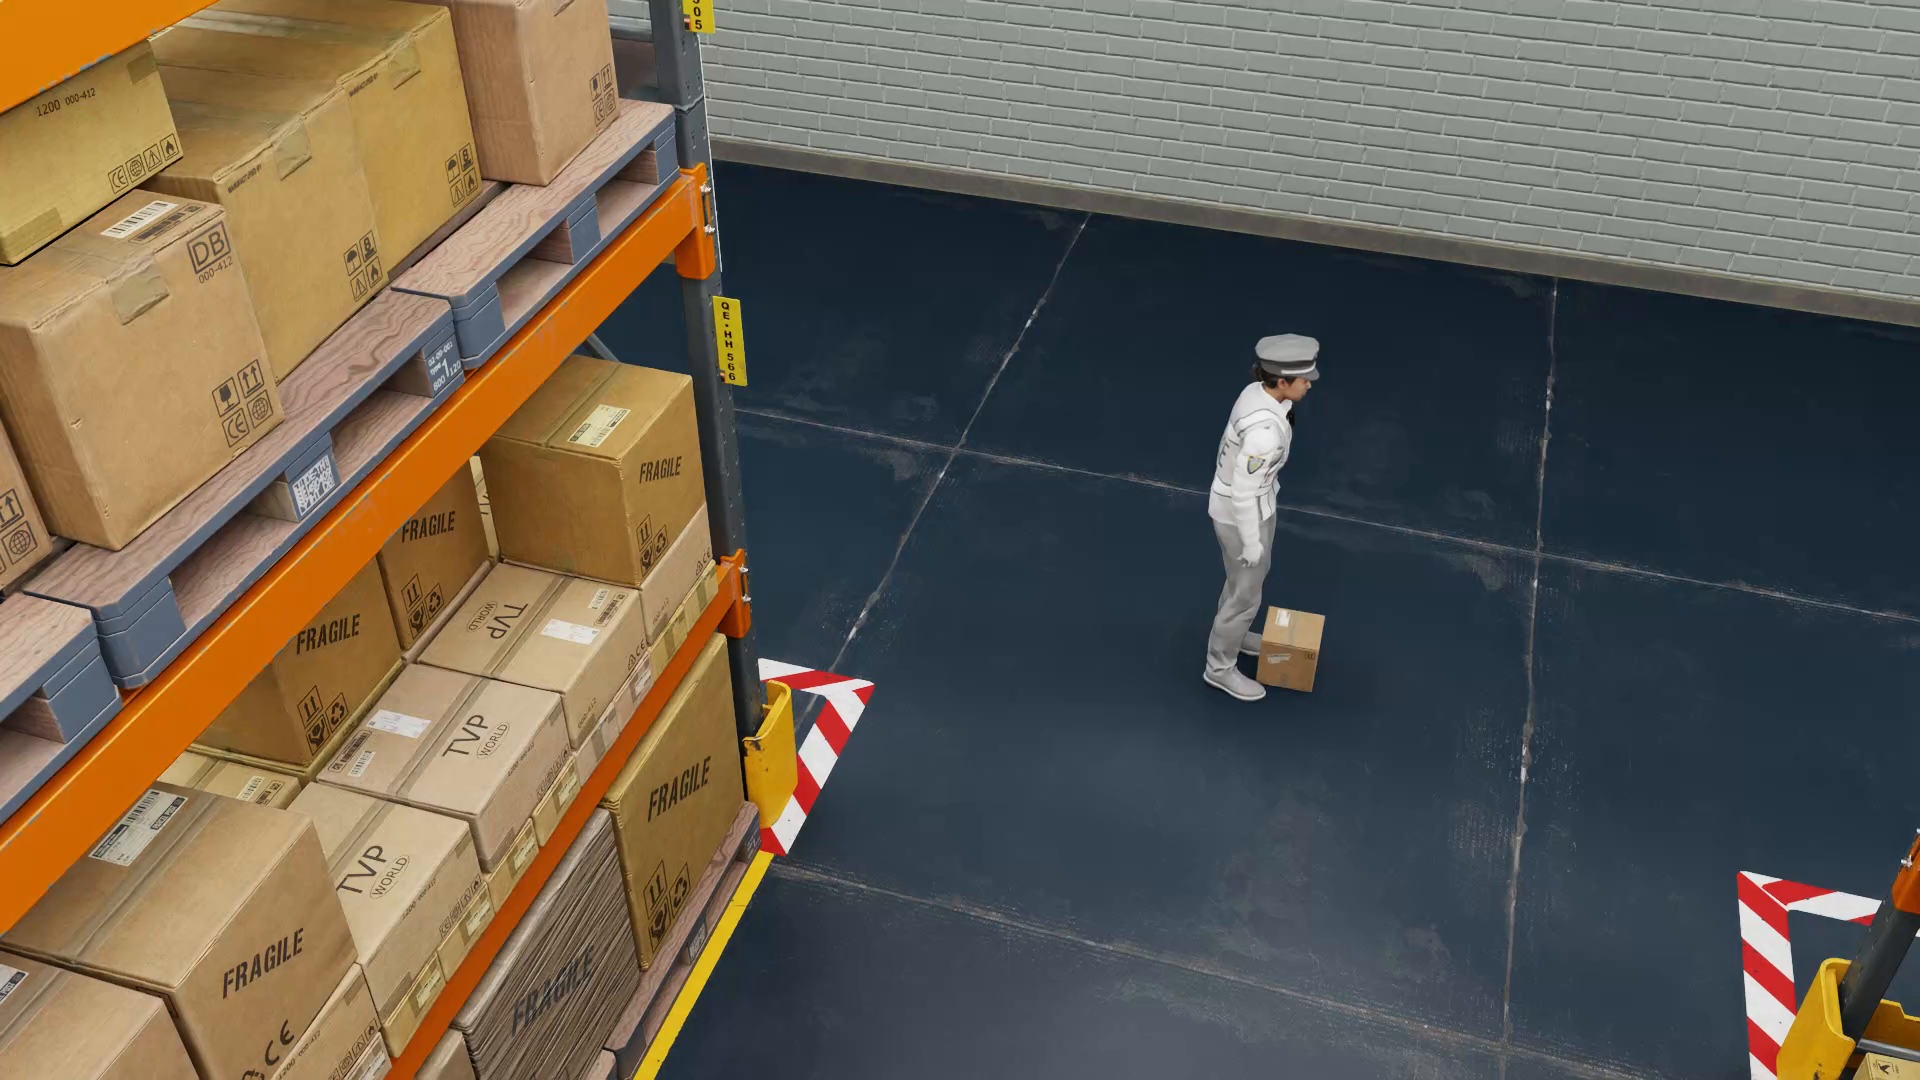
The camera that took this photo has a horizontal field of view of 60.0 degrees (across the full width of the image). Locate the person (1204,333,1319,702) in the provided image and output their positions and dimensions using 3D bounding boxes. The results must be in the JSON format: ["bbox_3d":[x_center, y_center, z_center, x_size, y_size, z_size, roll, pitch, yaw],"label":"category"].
[{"bbox_3d":[1.239,-0.115,7.039,0.375,1.662,0.528,9,38,12],"label":"person"}]
